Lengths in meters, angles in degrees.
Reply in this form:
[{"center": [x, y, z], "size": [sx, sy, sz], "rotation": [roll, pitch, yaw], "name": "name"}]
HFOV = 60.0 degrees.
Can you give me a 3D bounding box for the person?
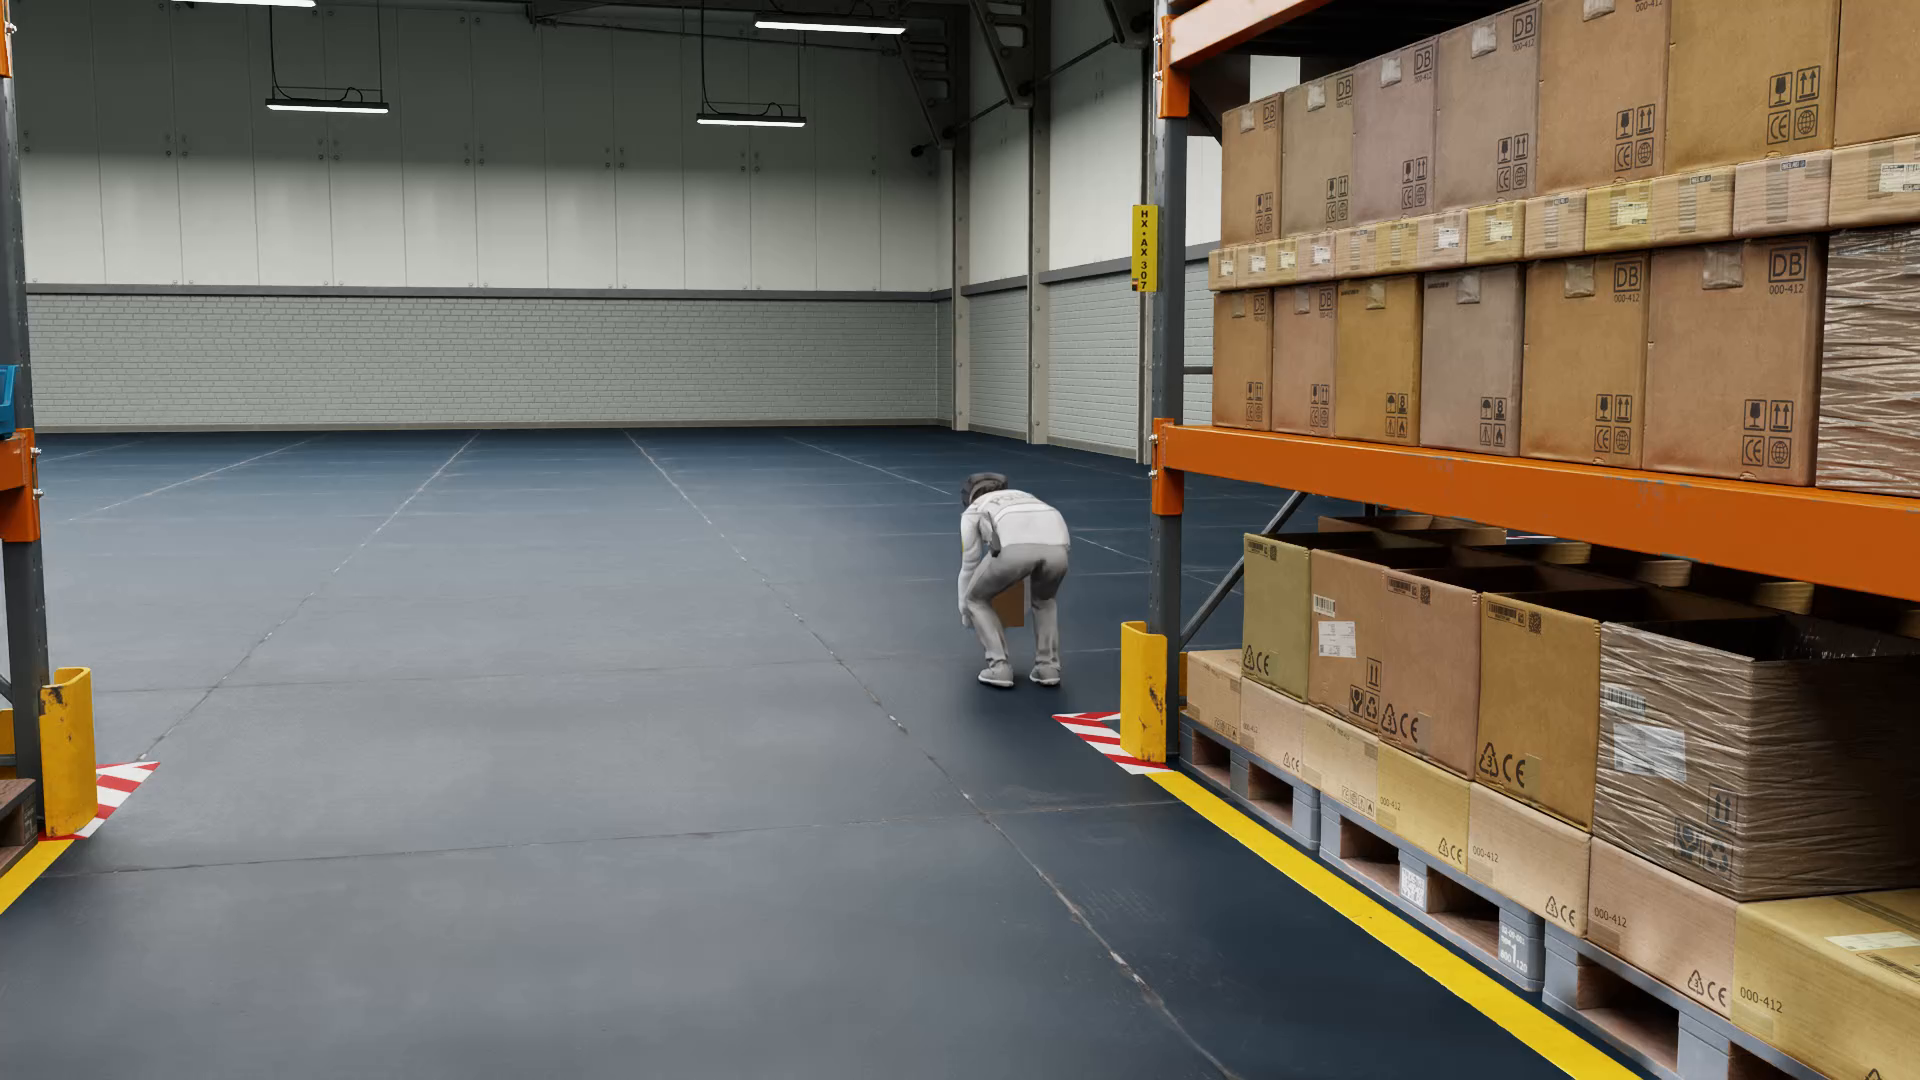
[{"center": [0.243, 0.184, 8.114], "size": [0.466, 0.990, 0.917], "rotation": [-2, 6, -16], "name": "person"}]
